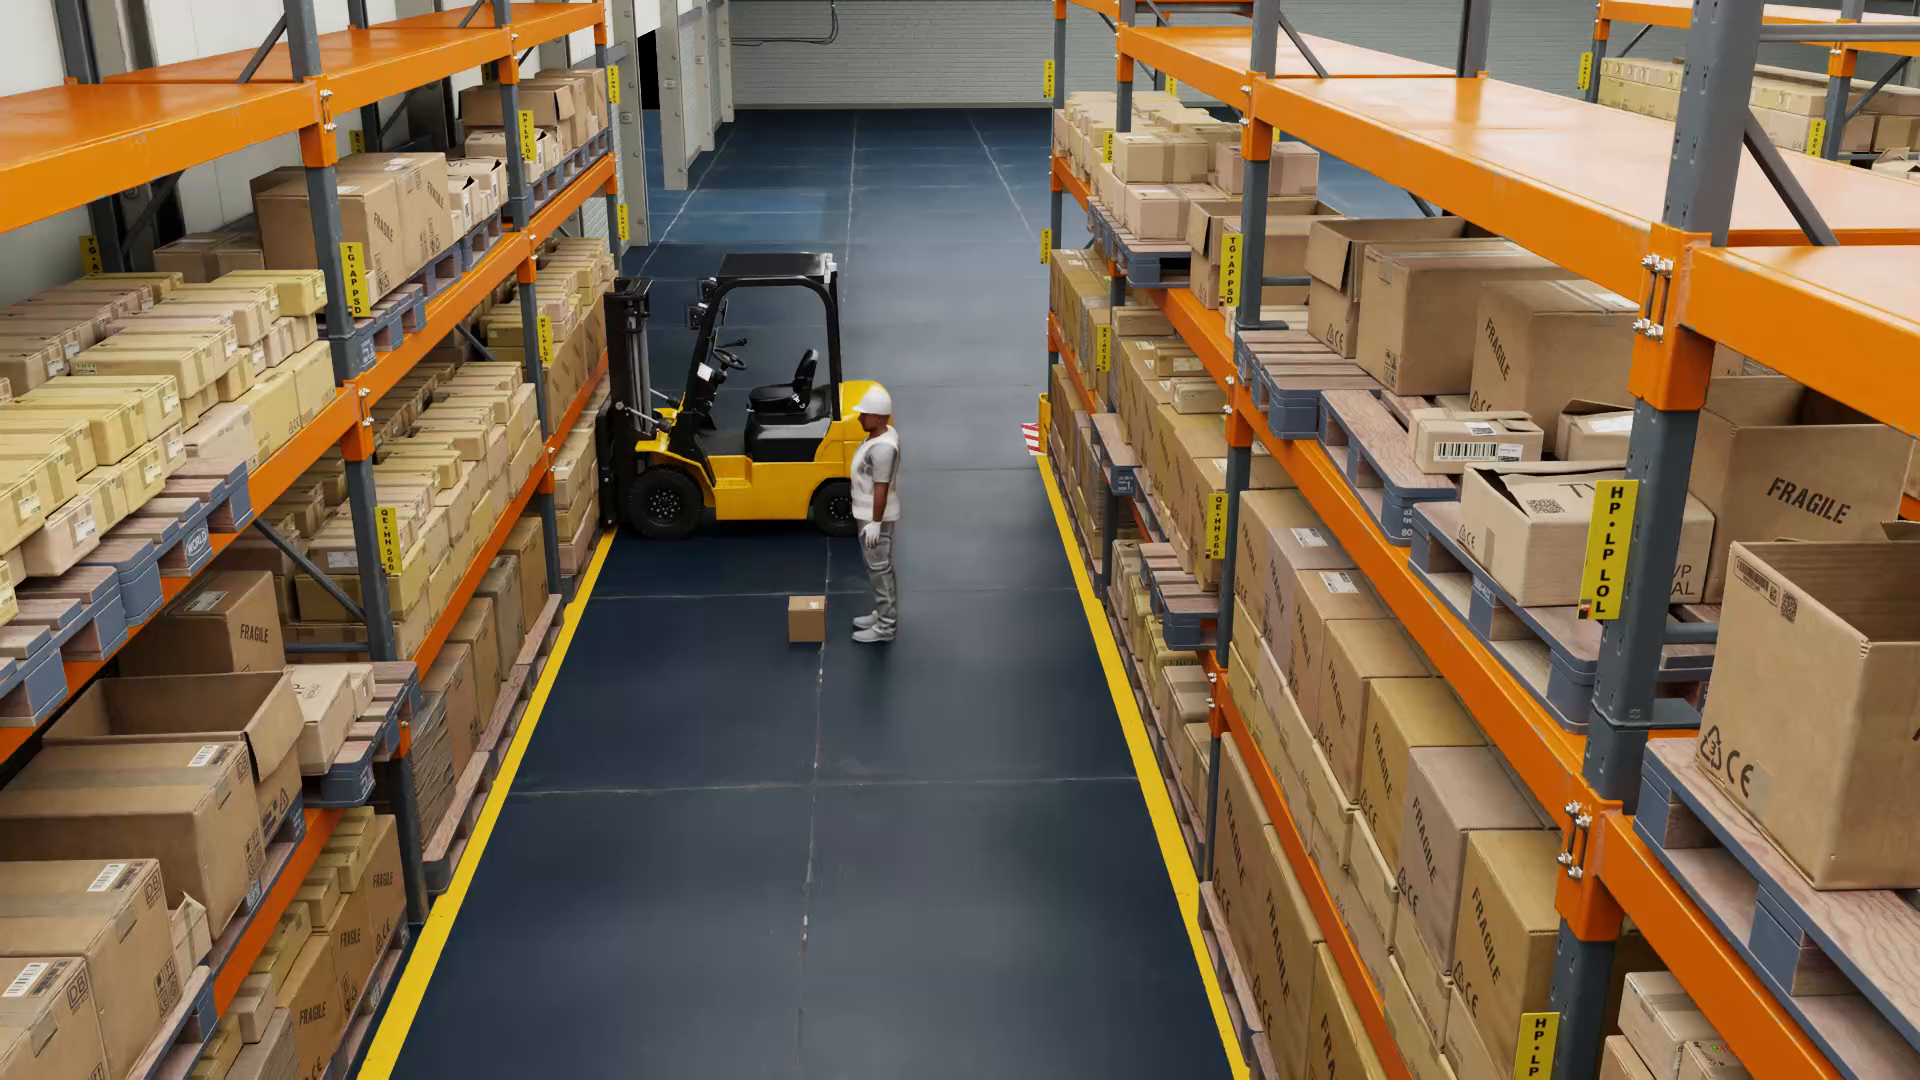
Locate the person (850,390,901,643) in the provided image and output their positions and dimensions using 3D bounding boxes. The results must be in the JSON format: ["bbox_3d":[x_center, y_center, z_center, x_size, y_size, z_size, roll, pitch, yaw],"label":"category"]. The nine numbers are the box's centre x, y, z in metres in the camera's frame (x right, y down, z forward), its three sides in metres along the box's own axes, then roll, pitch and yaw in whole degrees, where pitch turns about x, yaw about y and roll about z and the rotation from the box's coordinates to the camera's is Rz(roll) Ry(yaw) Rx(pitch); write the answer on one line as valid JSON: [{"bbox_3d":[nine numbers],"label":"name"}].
[{"bbox_3d":[-0.586,-0.168,11.498,0.363,1.785,0.546,-1,20,-2],"label":"person"}]
